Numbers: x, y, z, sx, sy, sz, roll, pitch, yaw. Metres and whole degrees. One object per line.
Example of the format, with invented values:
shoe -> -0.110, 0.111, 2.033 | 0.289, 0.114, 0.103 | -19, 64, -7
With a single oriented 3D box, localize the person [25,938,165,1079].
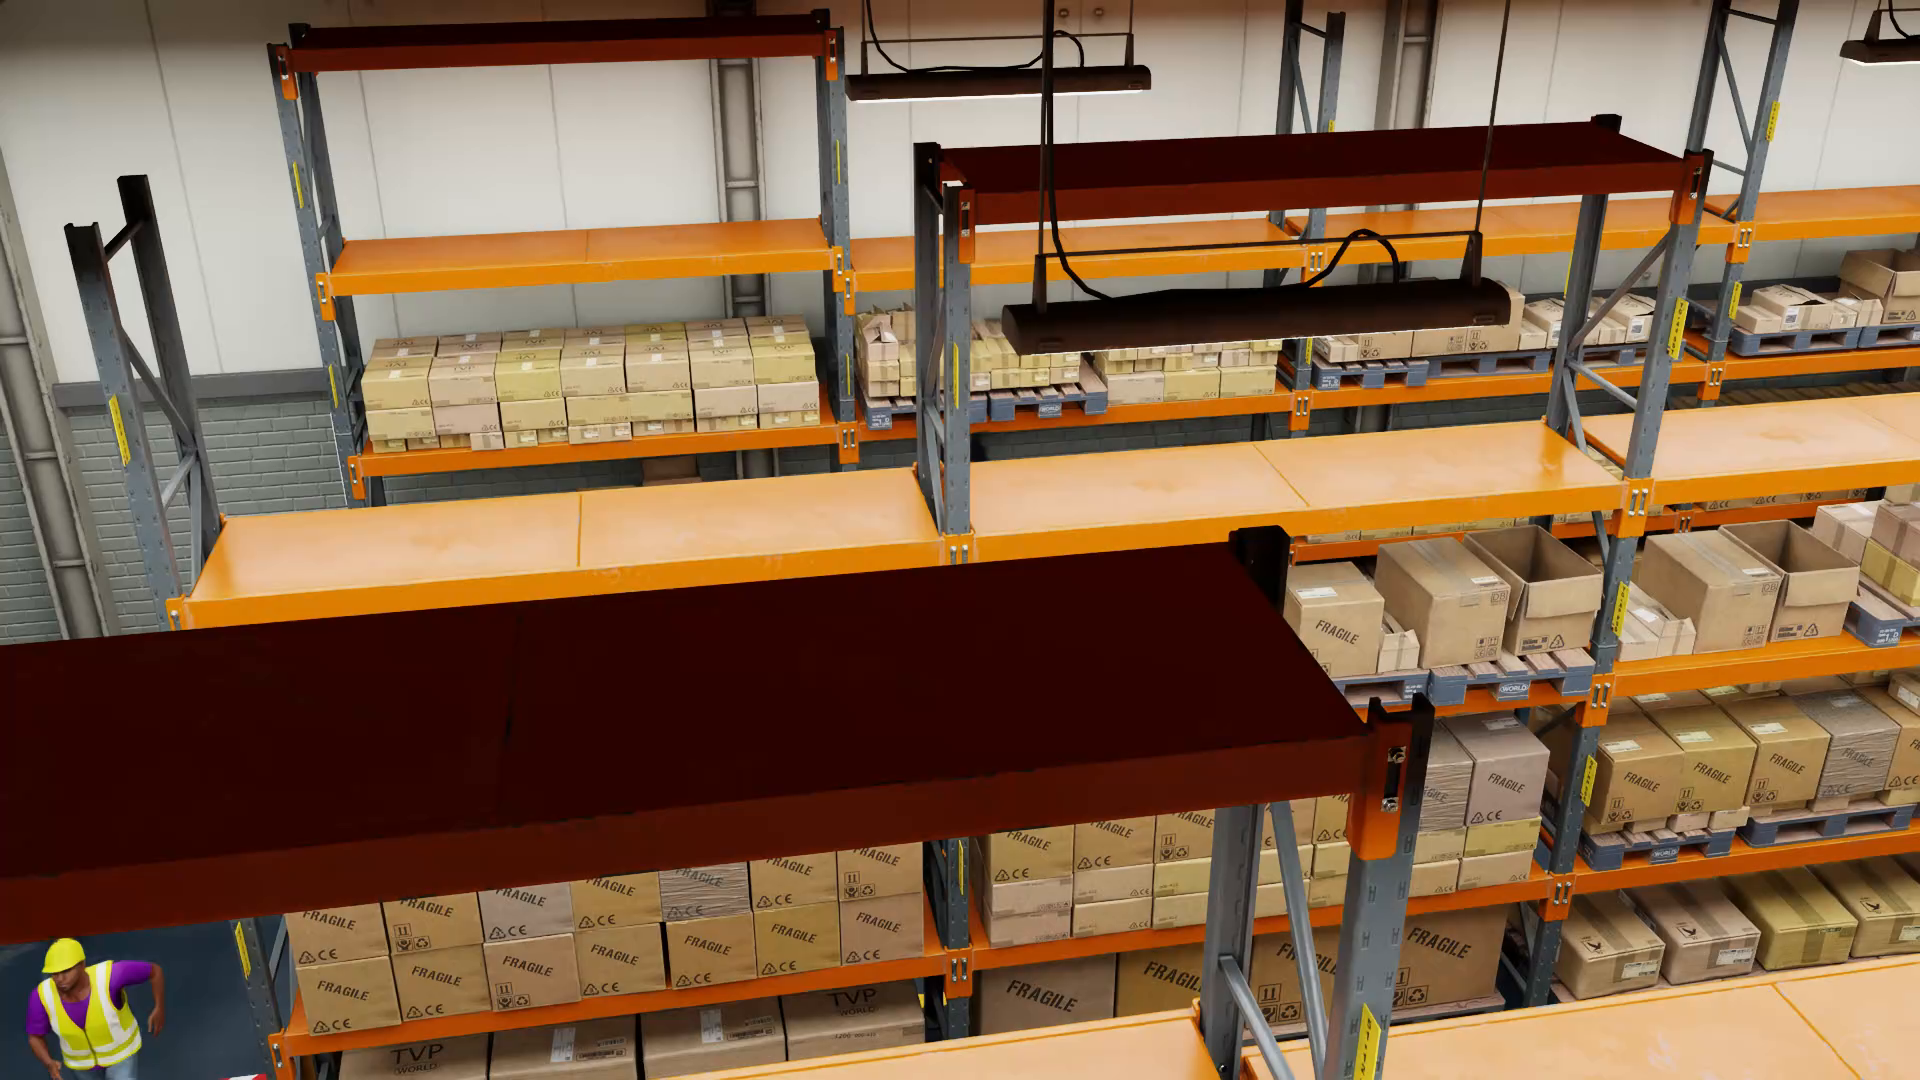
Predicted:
person -> -5.111, 3.079, 9.932 | 0.723, 1.716, 0.751 | -6, 26, -13
